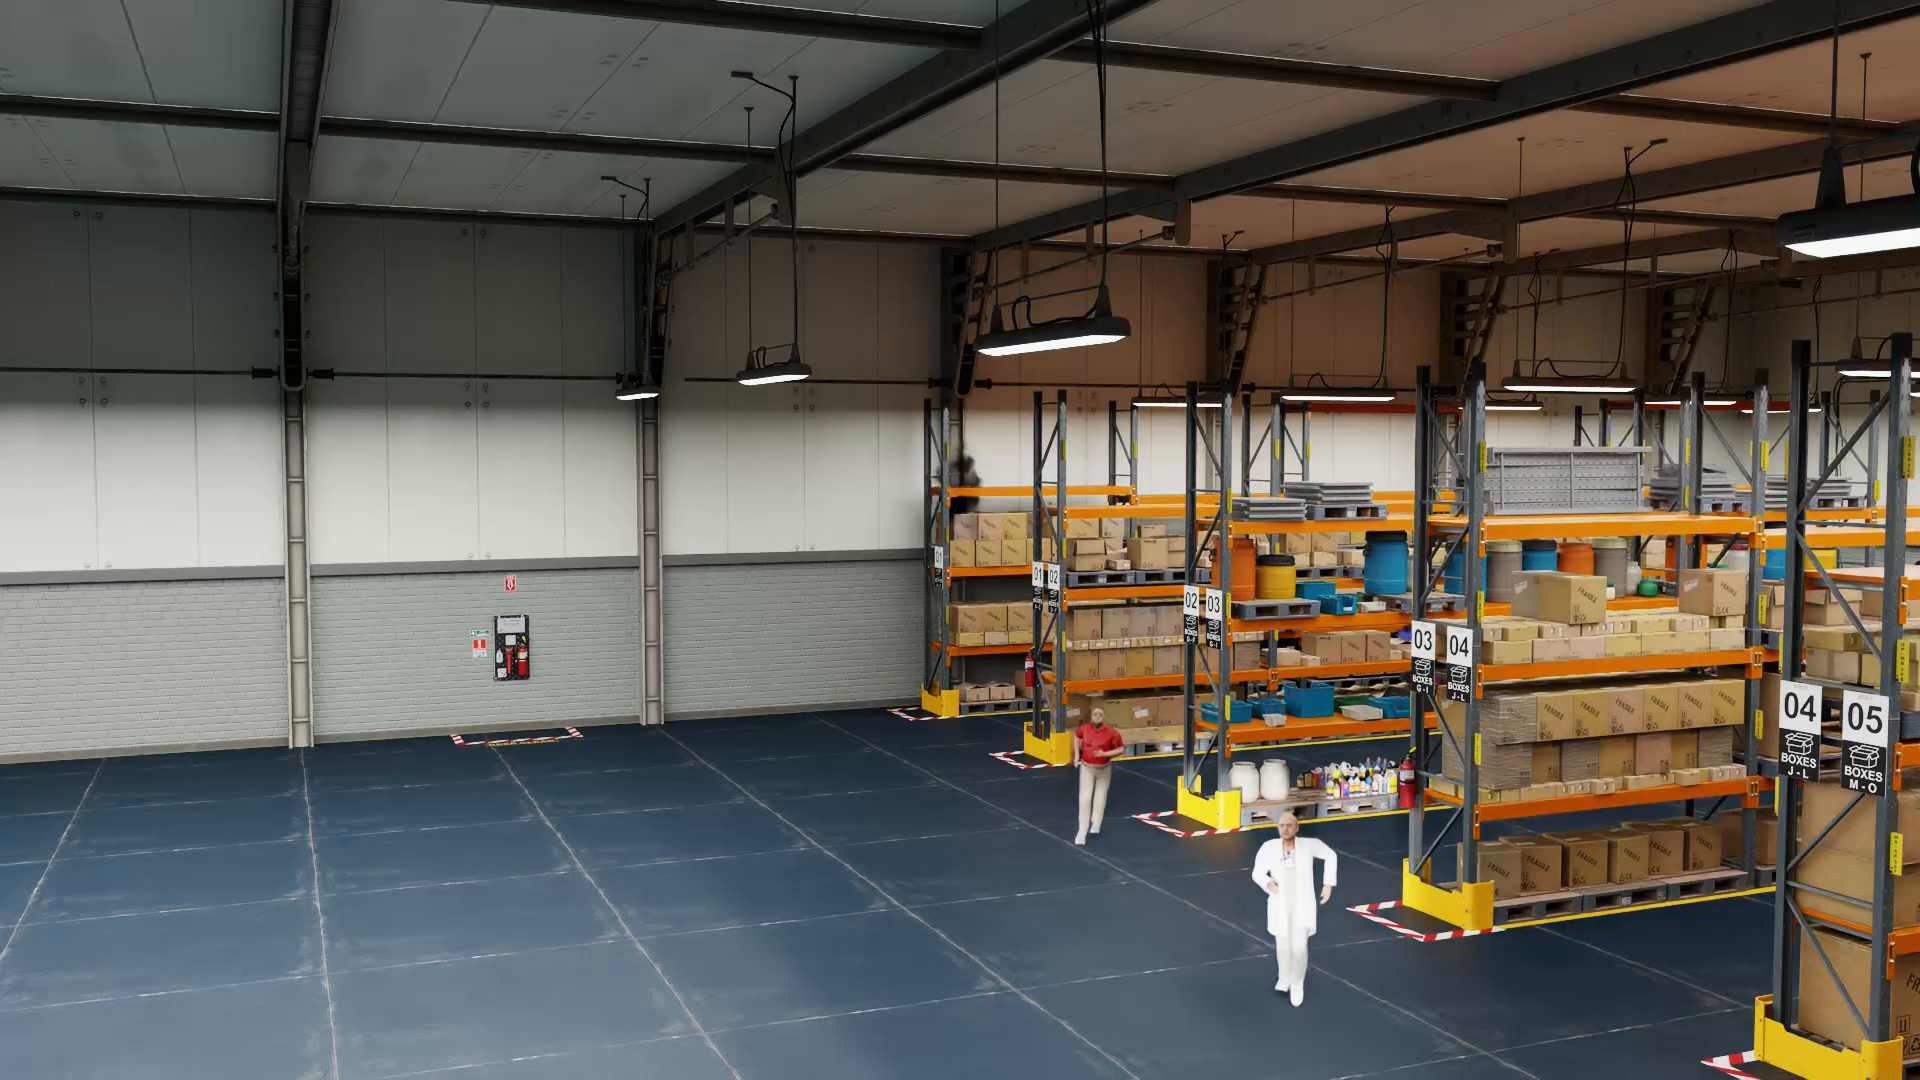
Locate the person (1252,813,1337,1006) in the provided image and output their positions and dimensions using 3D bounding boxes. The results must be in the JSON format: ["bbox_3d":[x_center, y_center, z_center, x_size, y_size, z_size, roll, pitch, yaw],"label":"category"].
[{"bbox_3d":[3.060,3.376,15.254,0.730,1.763,0.922,1,4,21],"label":"person"}]

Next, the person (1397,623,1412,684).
[{"bbox_3d":[8.933,2.382,33.174,0.753,1.712,0.564,-2,4,-31],"label":"person"}]

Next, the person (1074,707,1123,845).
[{"bbox_3d":[1.800,3.036,21.612,0.648,1.773,0.726,0,3,7],"label":"person"}]
